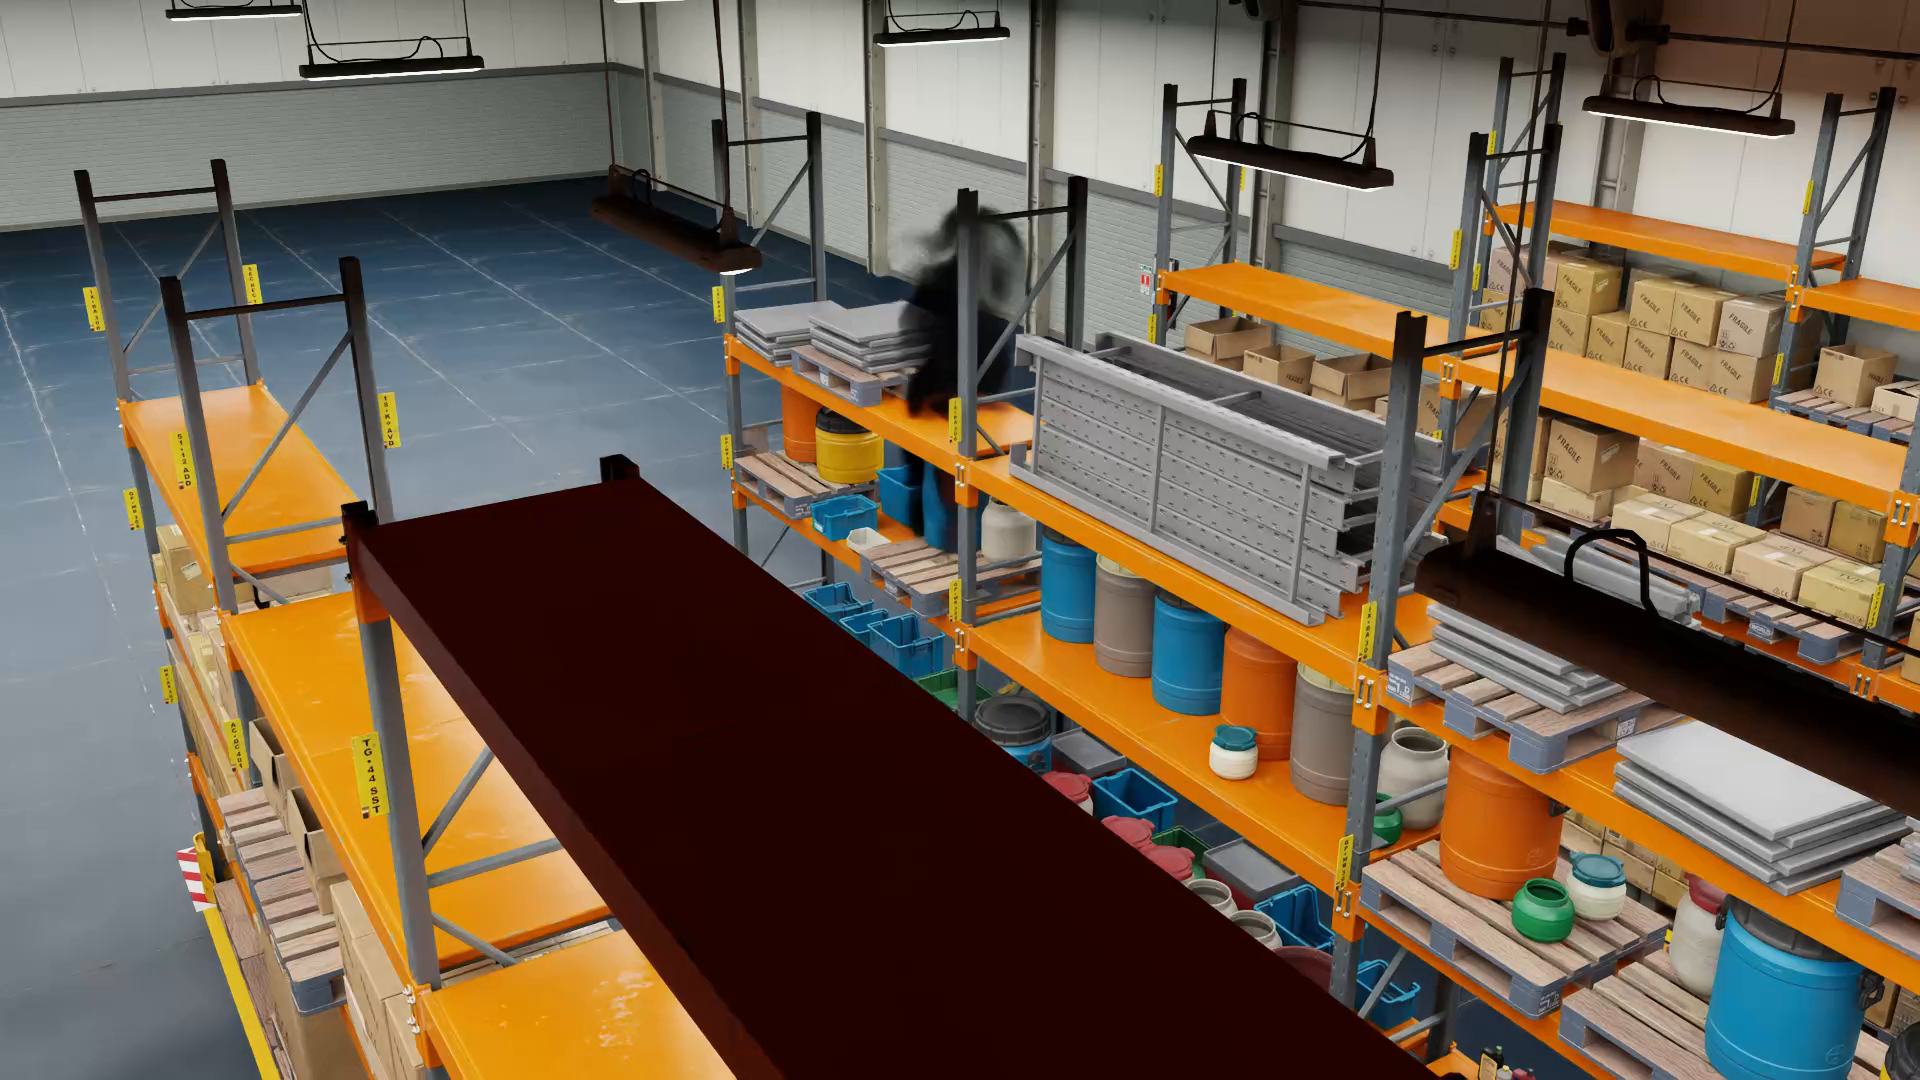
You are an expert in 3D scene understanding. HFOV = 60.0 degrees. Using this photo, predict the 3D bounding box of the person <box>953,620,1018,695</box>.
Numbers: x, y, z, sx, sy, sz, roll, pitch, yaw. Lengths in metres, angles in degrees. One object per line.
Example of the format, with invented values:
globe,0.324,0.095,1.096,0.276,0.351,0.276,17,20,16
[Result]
person,0.223,0.788,17.009,0.922,1.795,0.696,8,23,18
